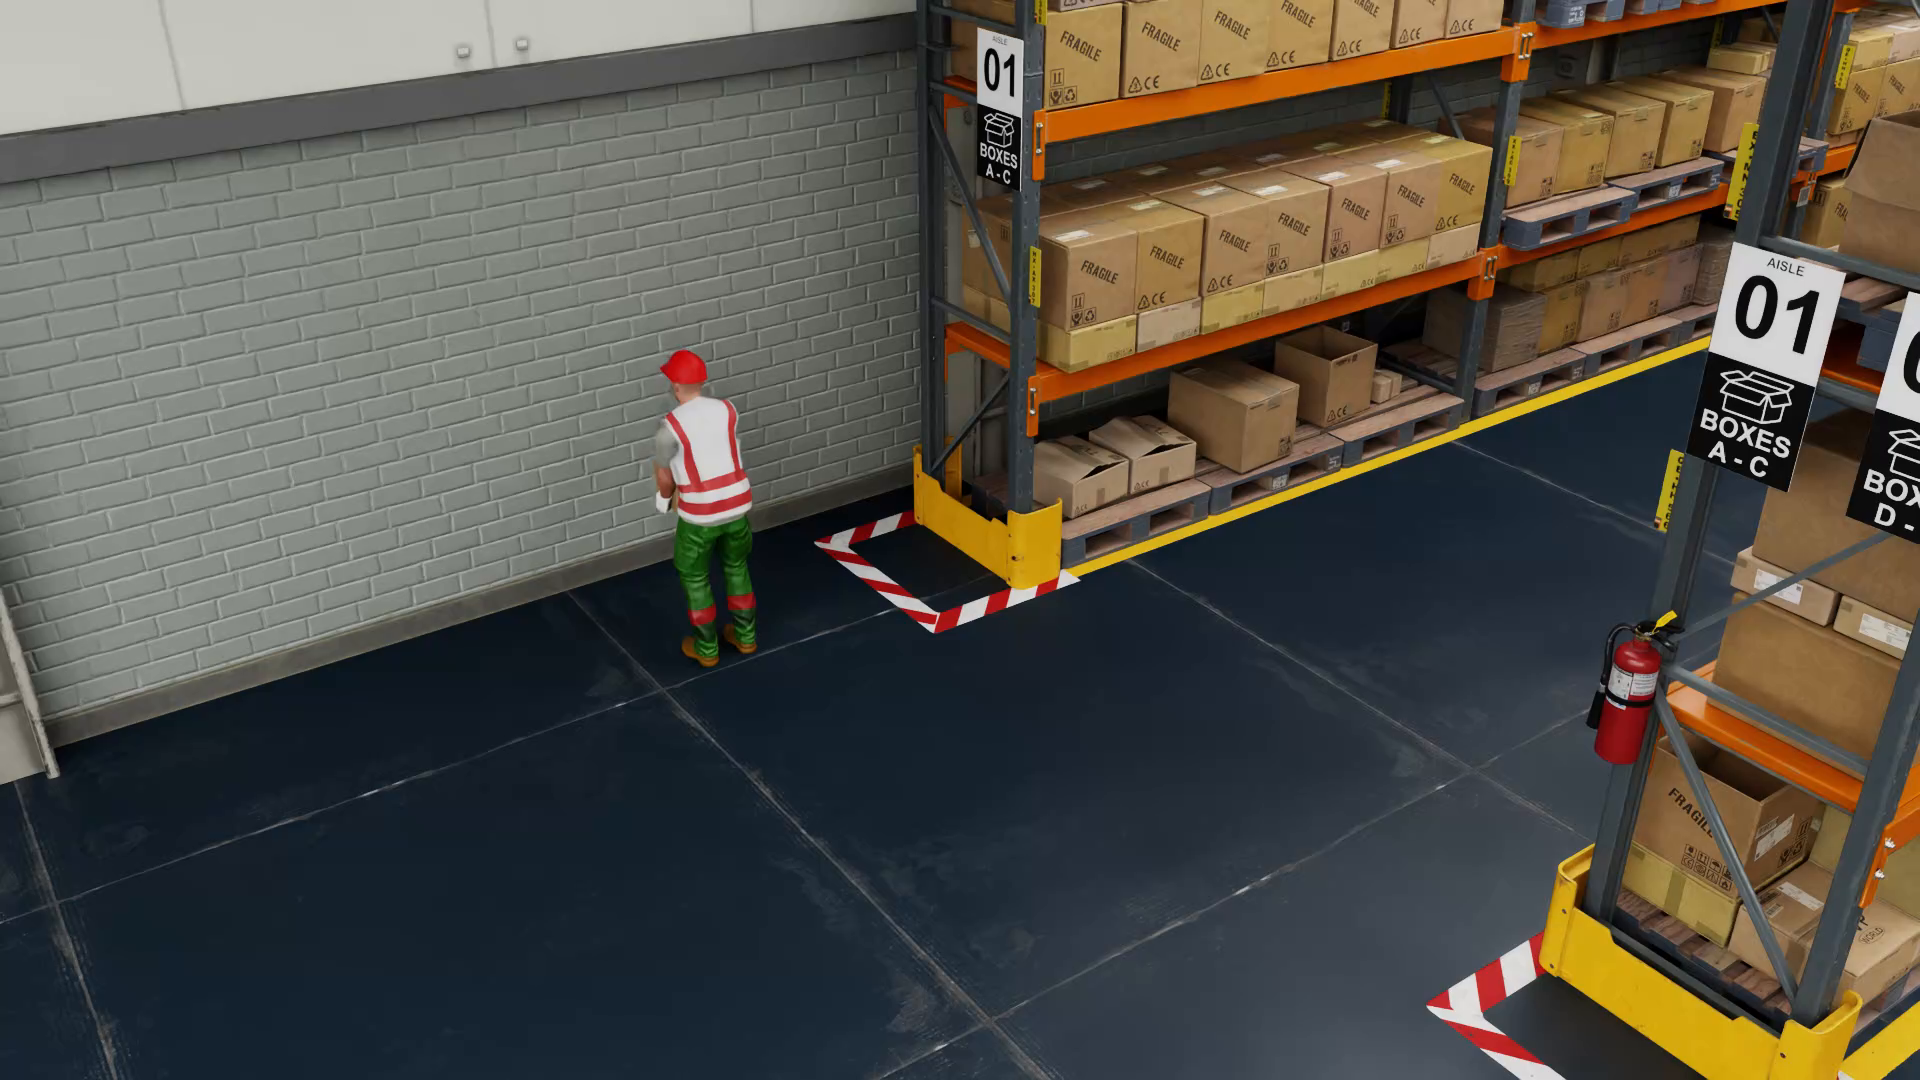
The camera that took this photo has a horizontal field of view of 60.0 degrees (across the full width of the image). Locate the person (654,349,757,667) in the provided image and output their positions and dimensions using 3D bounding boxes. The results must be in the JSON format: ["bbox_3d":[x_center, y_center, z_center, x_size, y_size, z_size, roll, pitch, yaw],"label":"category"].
[{"bbox_3d":[-1.394,-0.184,8.968,0.491,1.760,0.583,-19,34,-32],"label":"person"}]
